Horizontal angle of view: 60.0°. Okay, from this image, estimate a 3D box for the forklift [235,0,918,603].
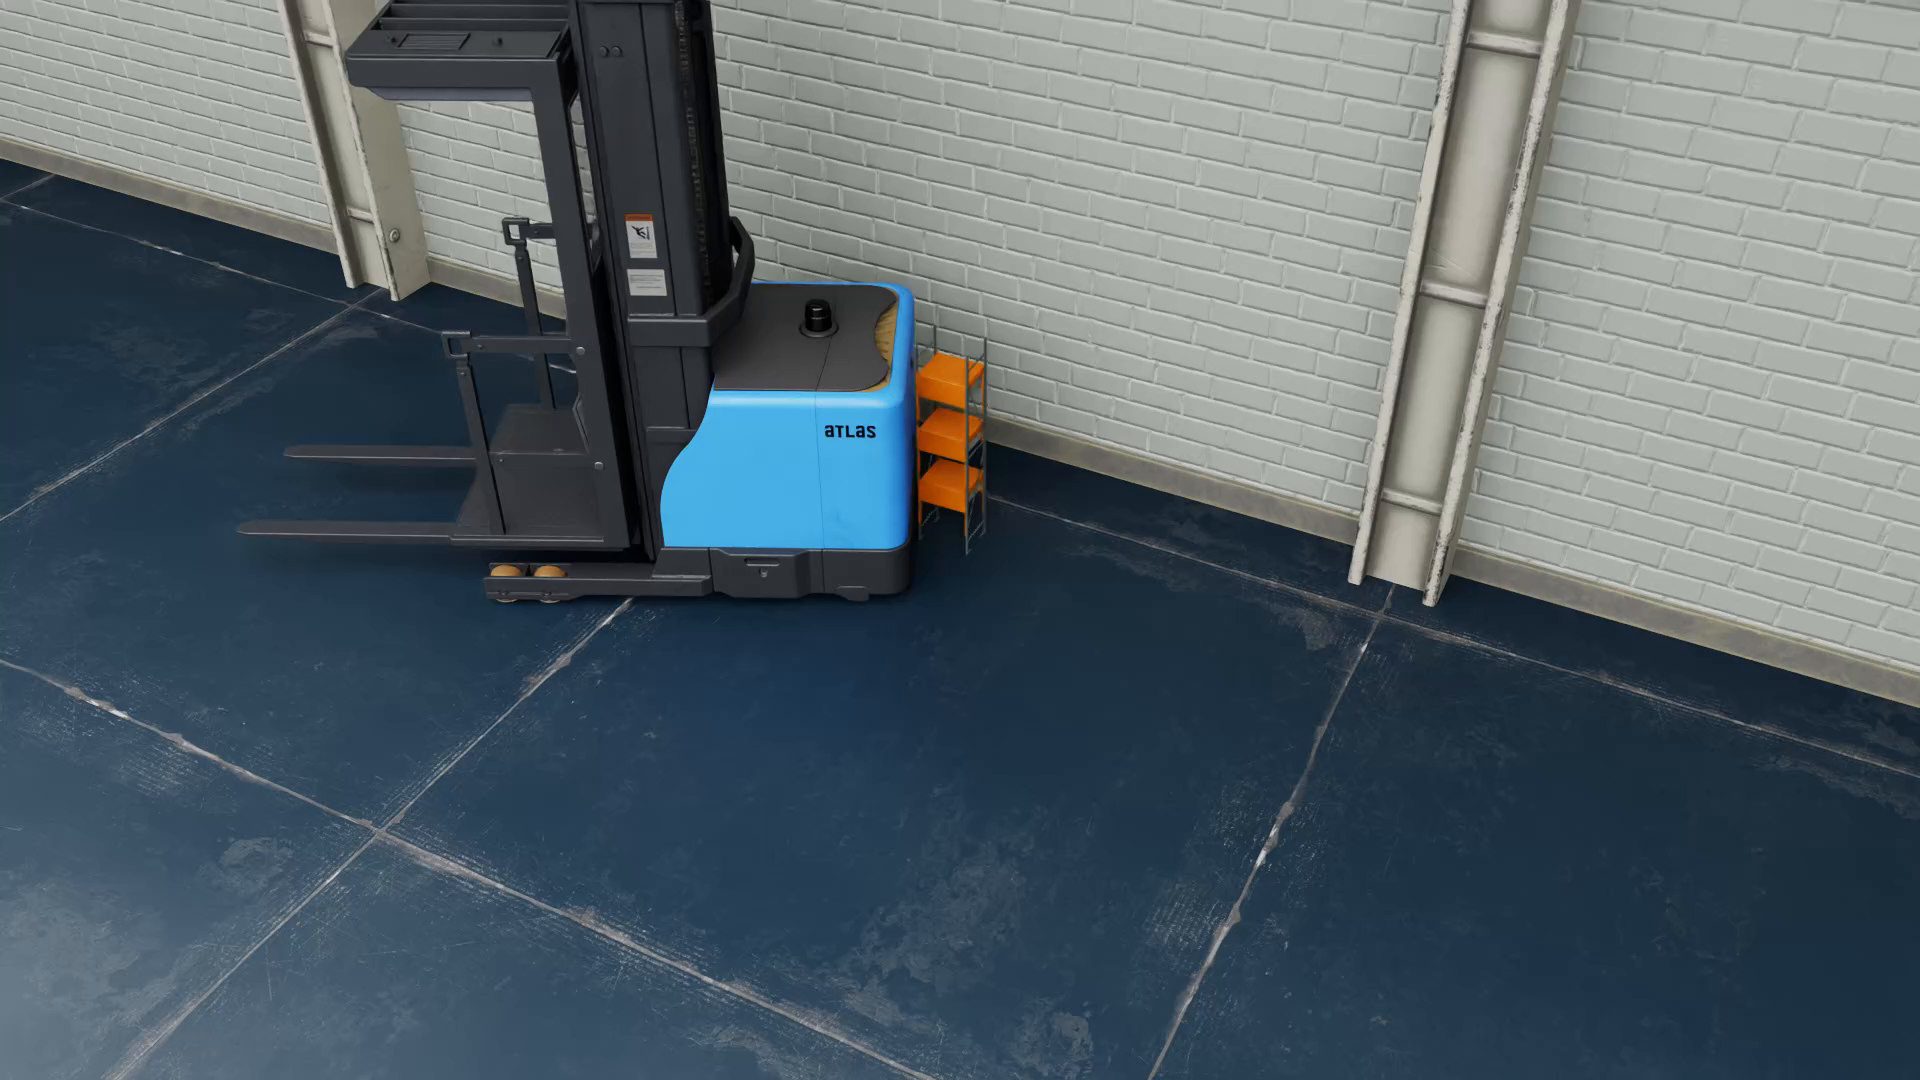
[{"bbox_3d":[-1.720,-1.207,6.916,3.031,2.935,1.130,1,37,1],"label":"forklift"}]

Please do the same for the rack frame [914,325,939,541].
[{"bbox_3d":[-0.148,-0.467,7.496,0.008,1.050,0.200,16,40,20],"label":"rack frame"}]

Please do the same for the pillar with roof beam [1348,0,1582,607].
[{"bbox_3d":[0.015,-1.113,1.773,0.400,9.000,9.100,17,41,21],"label":"pillar with roof beam"}]

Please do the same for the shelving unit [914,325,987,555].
[{"bbox_3d":[-0.038,-0.435,7.453,0.252,1.050,0.215,16,40,20],"label":"shelving unit"}]

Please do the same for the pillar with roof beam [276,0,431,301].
[{"bbox_3d":[-5.313,-2.781,3.971,0.400,9.000,9.100,17,41,21],"label":"pillar with roof beam"}]

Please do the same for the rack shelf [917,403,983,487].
[{"bbox_3d":[-0.038,-0.426,7.460,0.240,0.259,0.215,16,40,20],"label":"rack shelf"}]

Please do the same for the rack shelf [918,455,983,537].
[{"bbox_3d":[-0.037,-0.206,7.629,0.240,0.259,0.215,16,40,20],"label":"rack shelf"}]

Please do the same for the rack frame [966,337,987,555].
[{"bbox_3d":[0.072,-0.403,7.411,0.008,1.050,0.200,16,40,20],"label":"rack frame"}]

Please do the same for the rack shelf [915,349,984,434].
[{"bbox_3d":[-0.039,-0.652,7.287,0.240,0.259,0.215,16,40,20],"label":"rack shelf"}]
